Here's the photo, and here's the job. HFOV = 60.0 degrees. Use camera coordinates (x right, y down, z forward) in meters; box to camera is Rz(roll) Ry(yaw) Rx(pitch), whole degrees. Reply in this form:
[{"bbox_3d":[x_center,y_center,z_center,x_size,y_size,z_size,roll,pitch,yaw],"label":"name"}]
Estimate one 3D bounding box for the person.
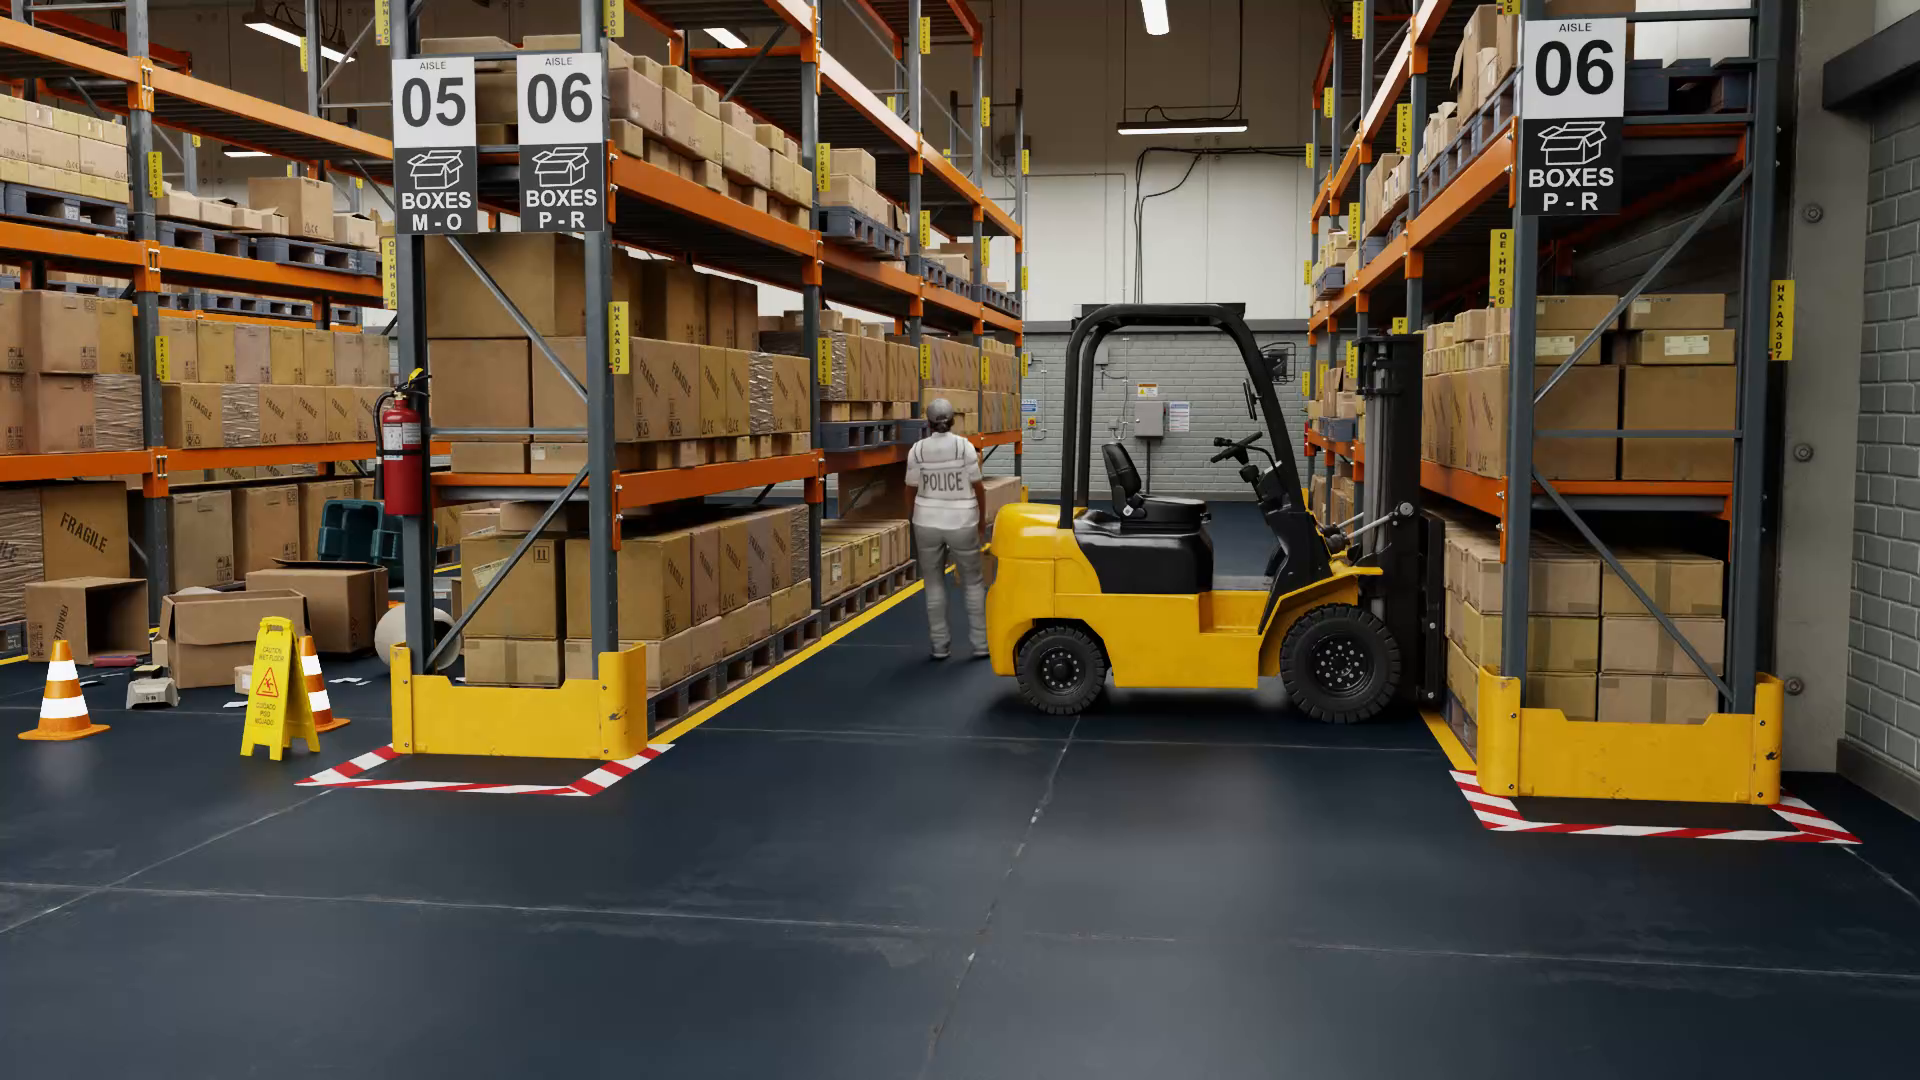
[{"bbox_3d":[-0.058,-0.076,10.711,0.575,1.670,0.523,1,5,8],"label":"person"}]
